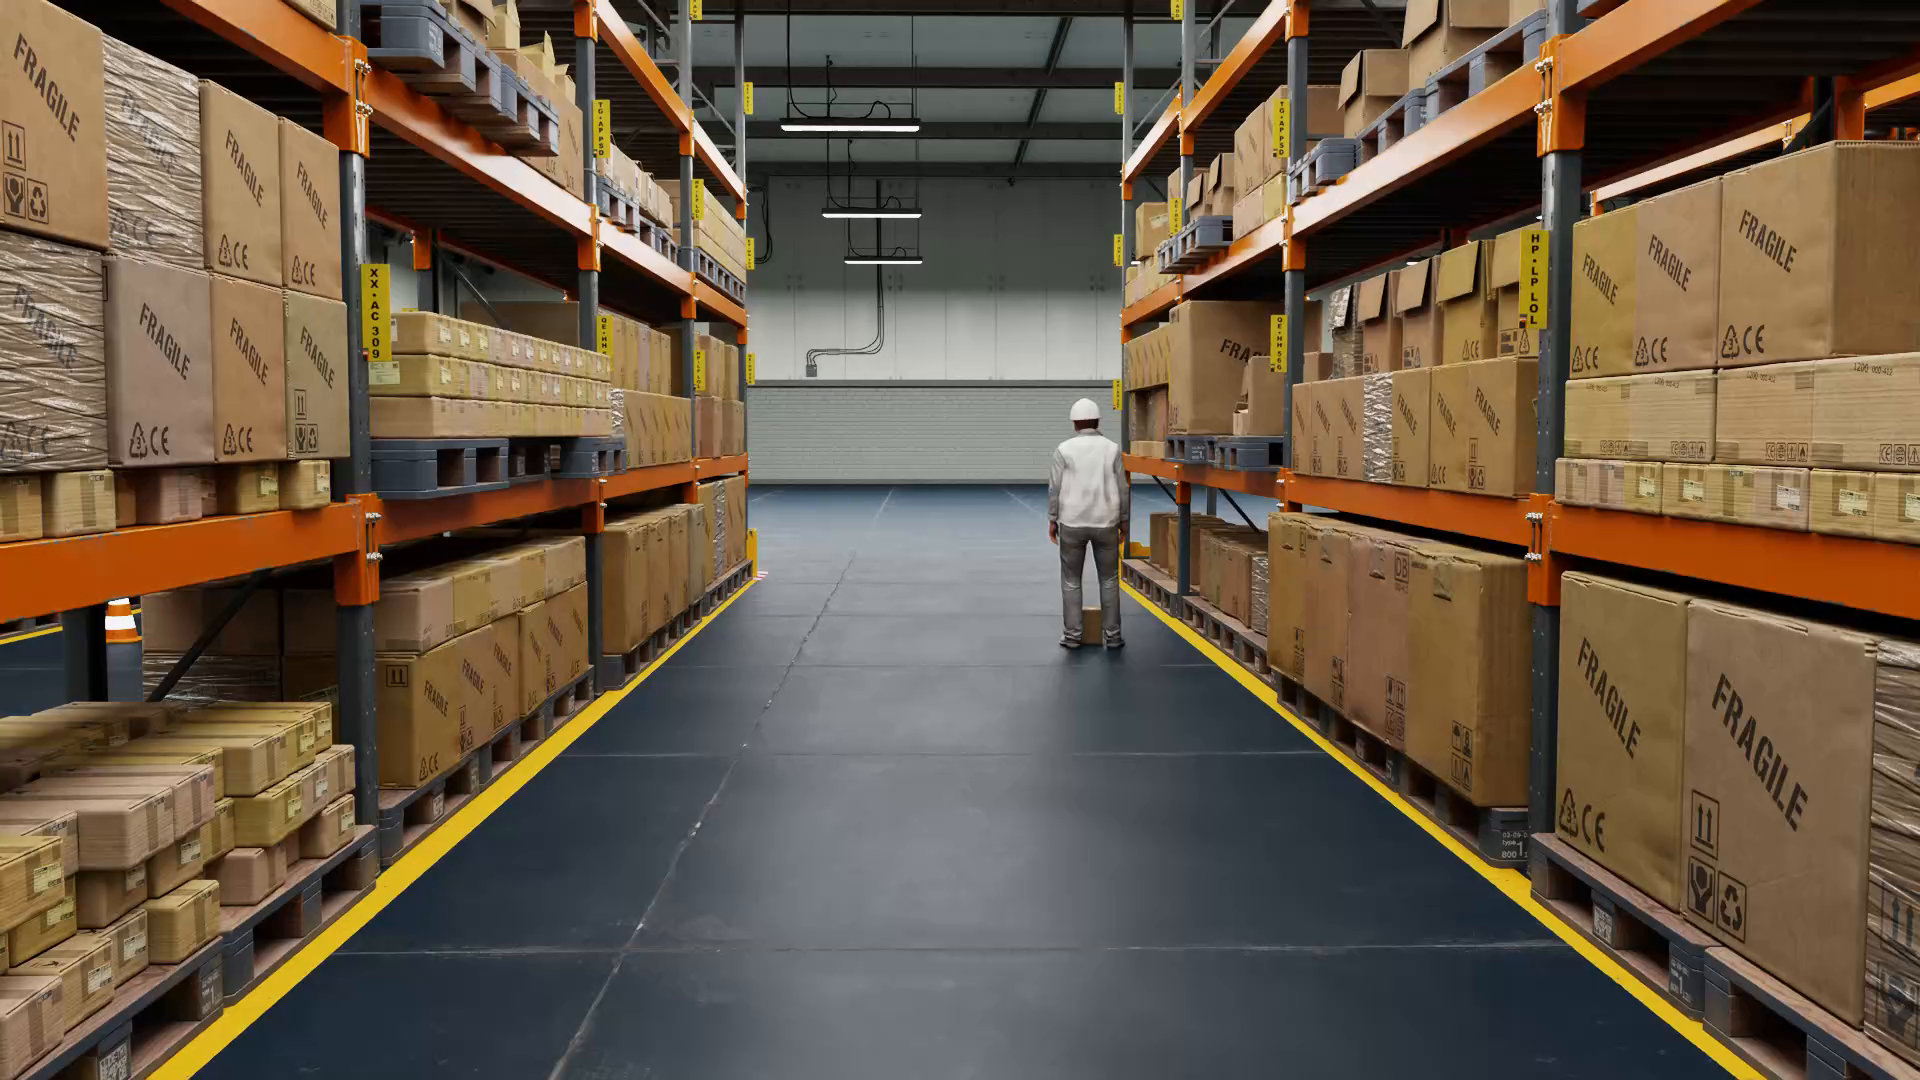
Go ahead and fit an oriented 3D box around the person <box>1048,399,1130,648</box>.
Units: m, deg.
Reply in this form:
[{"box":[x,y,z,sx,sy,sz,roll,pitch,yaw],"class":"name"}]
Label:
[{"box":[0.919,-0.121,11.886,0.583,1.771,0.466,0,4,-2],"class":"person"}]
